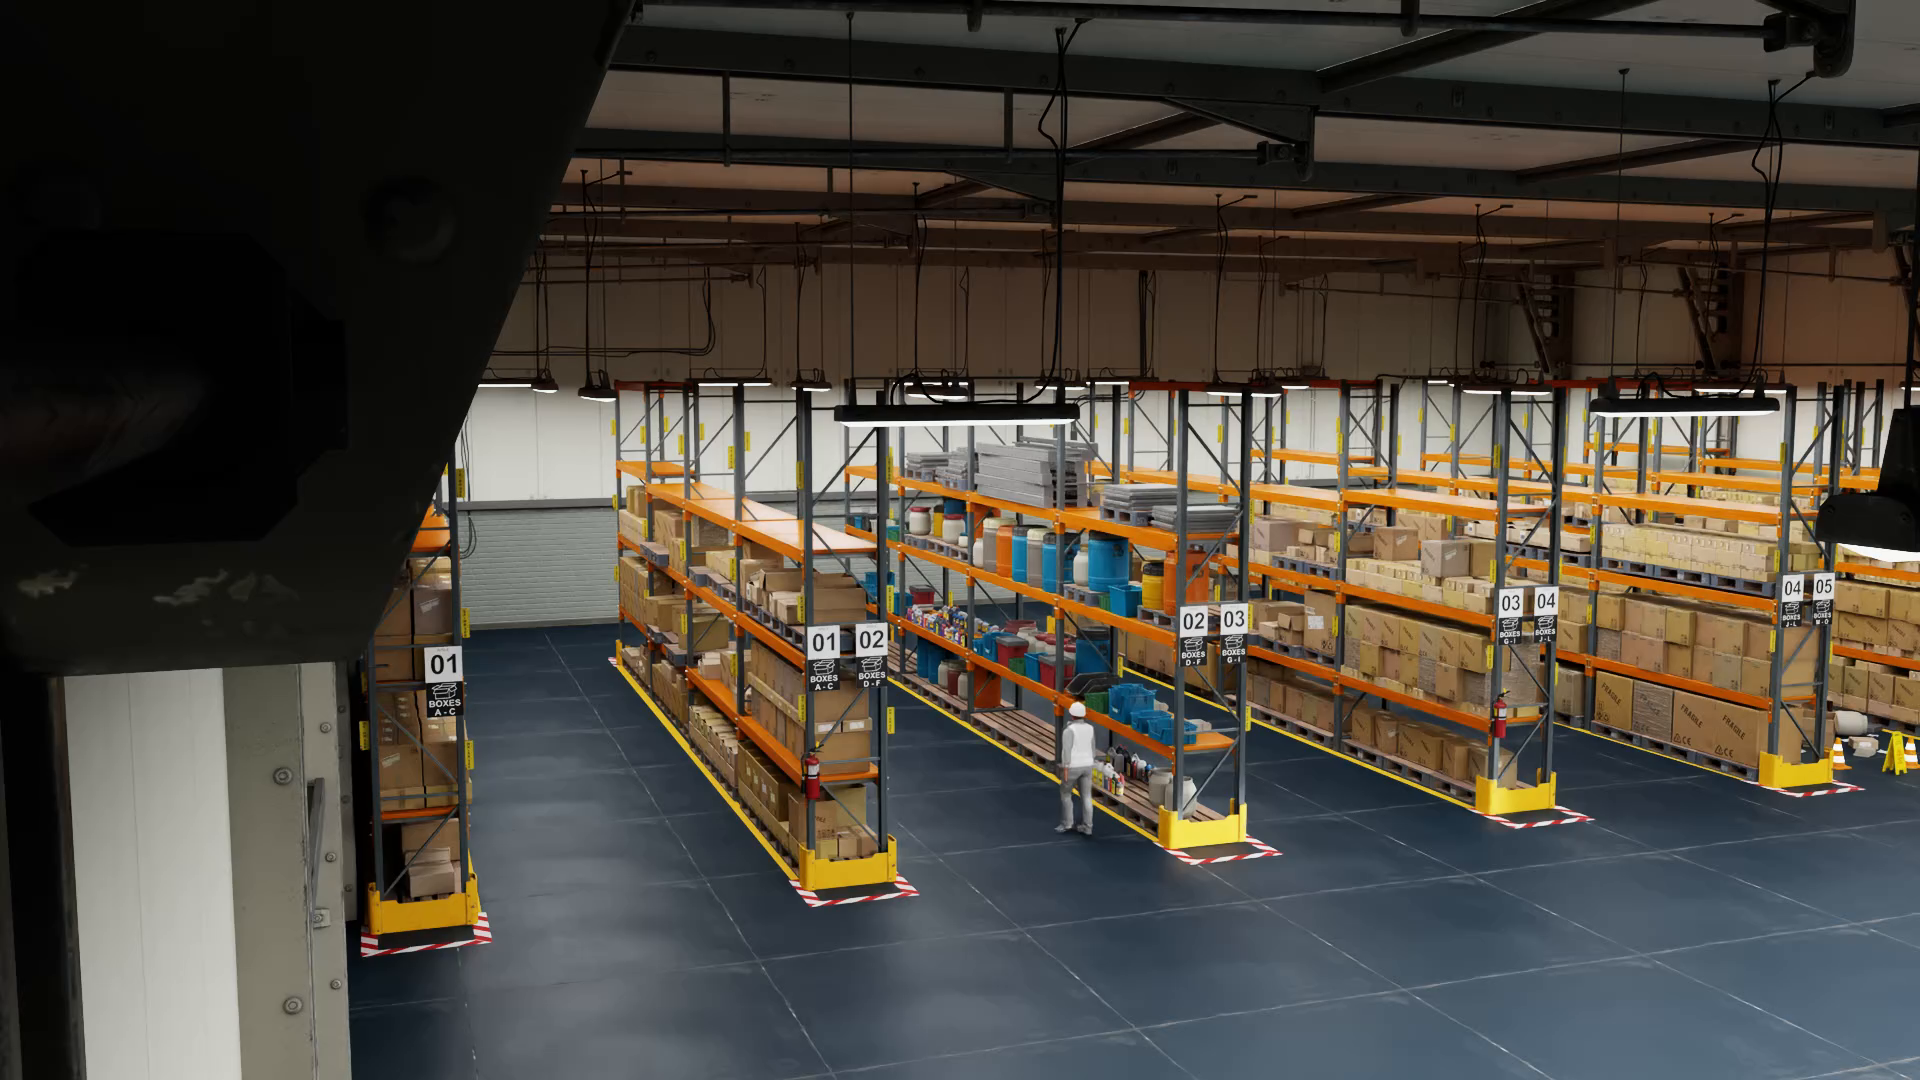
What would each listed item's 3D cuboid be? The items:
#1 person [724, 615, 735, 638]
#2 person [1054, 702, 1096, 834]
[{"bbox_3d":[-4.900,1.728,35.822,0.484,1.603,1.043,-2,6,-20],"label":"person"},{"bbox_3d":[1.614,3.104,22.485,0.566,1.821,0.613,-3,7,-27],"label":"person"}]
